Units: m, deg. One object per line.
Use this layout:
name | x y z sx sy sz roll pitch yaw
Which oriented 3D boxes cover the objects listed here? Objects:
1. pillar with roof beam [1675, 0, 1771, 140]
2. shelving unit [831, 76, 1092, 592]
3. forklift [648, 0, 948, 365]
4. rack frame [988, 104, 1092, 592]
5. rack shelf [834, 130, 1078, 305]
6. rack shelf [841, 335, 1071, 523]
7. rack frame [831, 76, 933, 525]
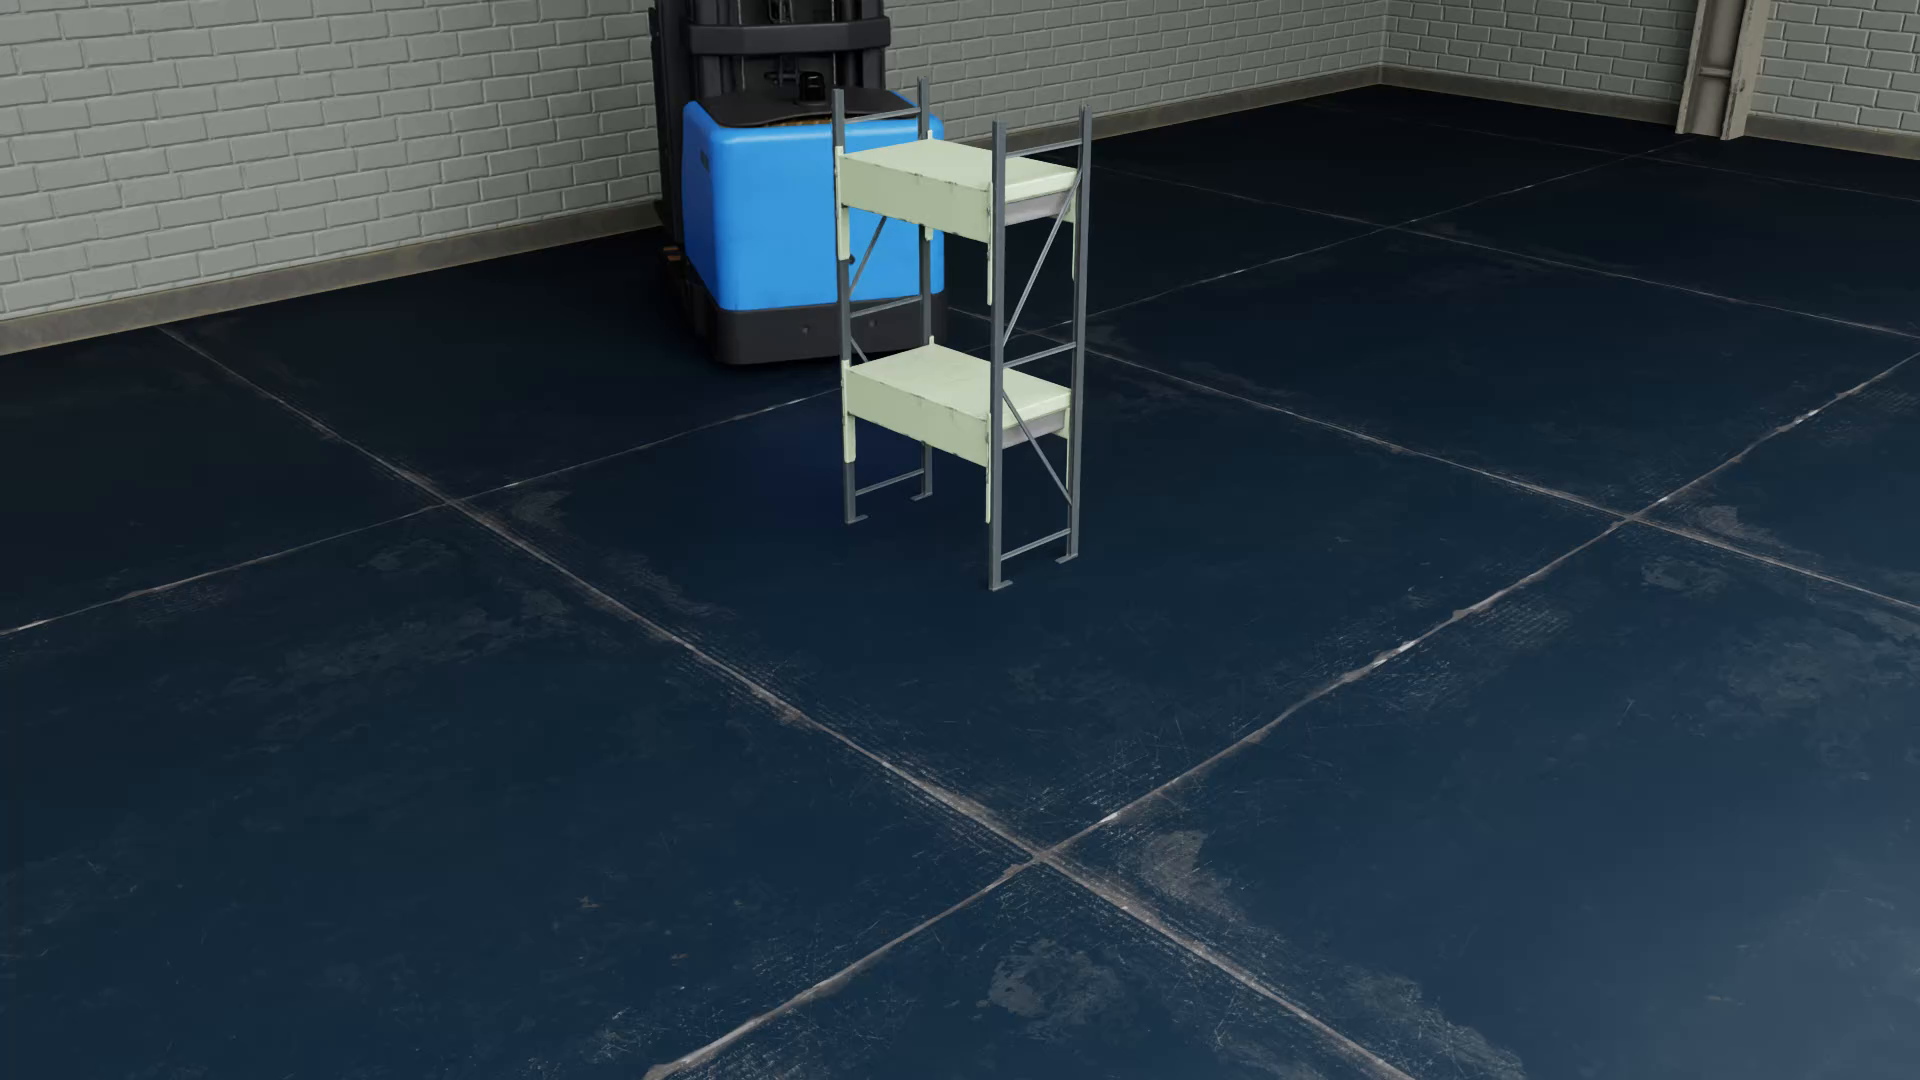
pillar with roof beam | 2.438 -5.897 7.834 9.100 9.000 0.400 -21 32 -38
shelving unit | -0.005 -0.684 5.443 0.431 1.500 0.755 -21 32 -38
forklift | -0.973 -2.684 8.103 1.130 2.935 3.031 -7 26 -15
rack frame | 0.246 -0.573 5.200 0.400 1.500 0.023 -21 32 -38
rack shelf | -0.005 -1.039 5.281 0.431 0.370 0.720 -21 32 -38
rack shelf | -0.005 -0.388 5.578 0.431 0.370 0.720 -21 32 -38
rack frame | -0.255 -0.795 5.686 0.400 1.500 0.023 -21 32 -38
